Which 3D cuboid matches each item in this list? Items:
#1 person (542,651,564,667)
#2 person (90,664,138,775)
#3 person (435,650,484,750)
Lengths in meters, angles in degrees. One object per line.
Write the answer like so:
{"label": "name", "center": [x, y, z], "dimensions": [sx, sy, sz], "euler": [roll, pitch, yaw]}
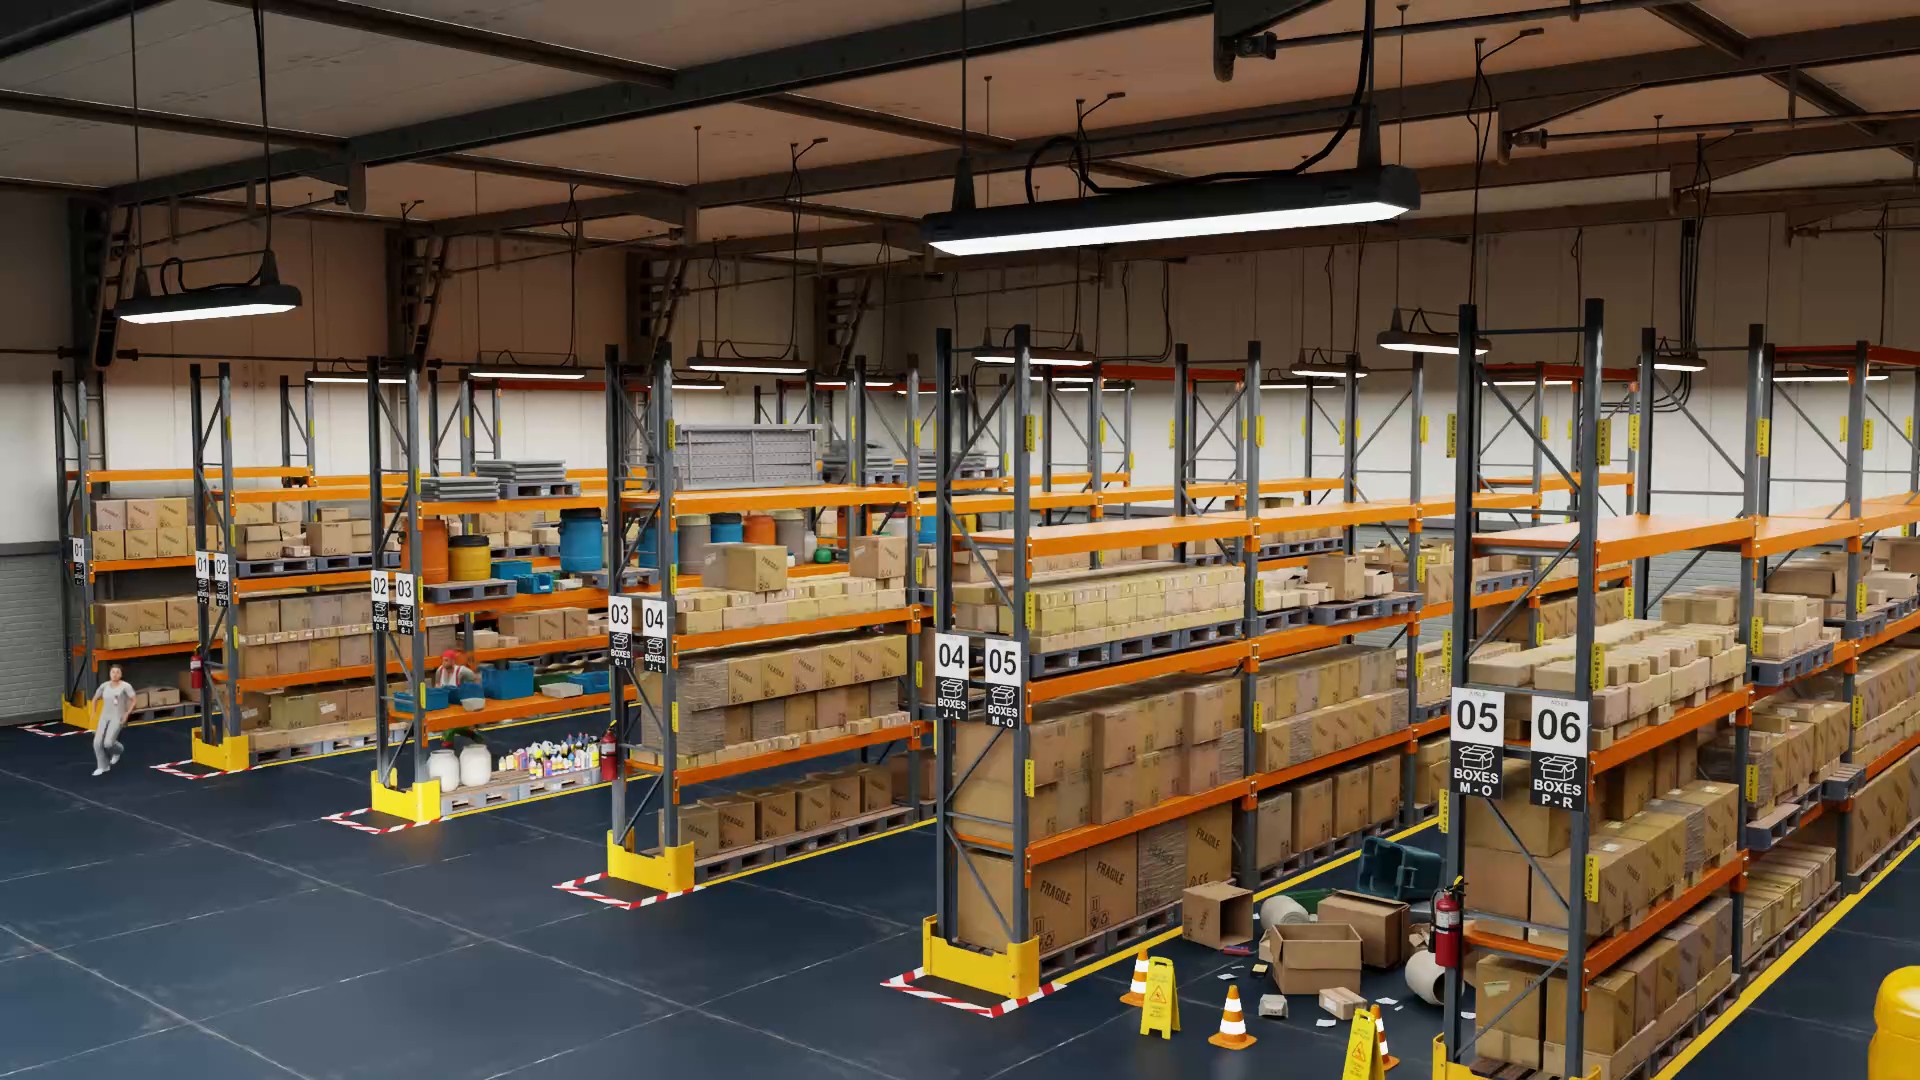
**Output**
{"label": "person", "center": [-7.836, 2.152, 31.639], "dimensions": [0.596, 1.480, 0.780], "euler": [2, 4, 21]}
{"label": "person", "center": [-12.381, 2.614, 24.345], "dimensions": [0.607, 1.613, 0.552], "euler": [0, 4, -1]}
{"label": "person", "center": [-7.511, 2.494, 24.867], "dimensions": [0.658, 1.773, 1.135], "euler": [2, 4, 23]}
